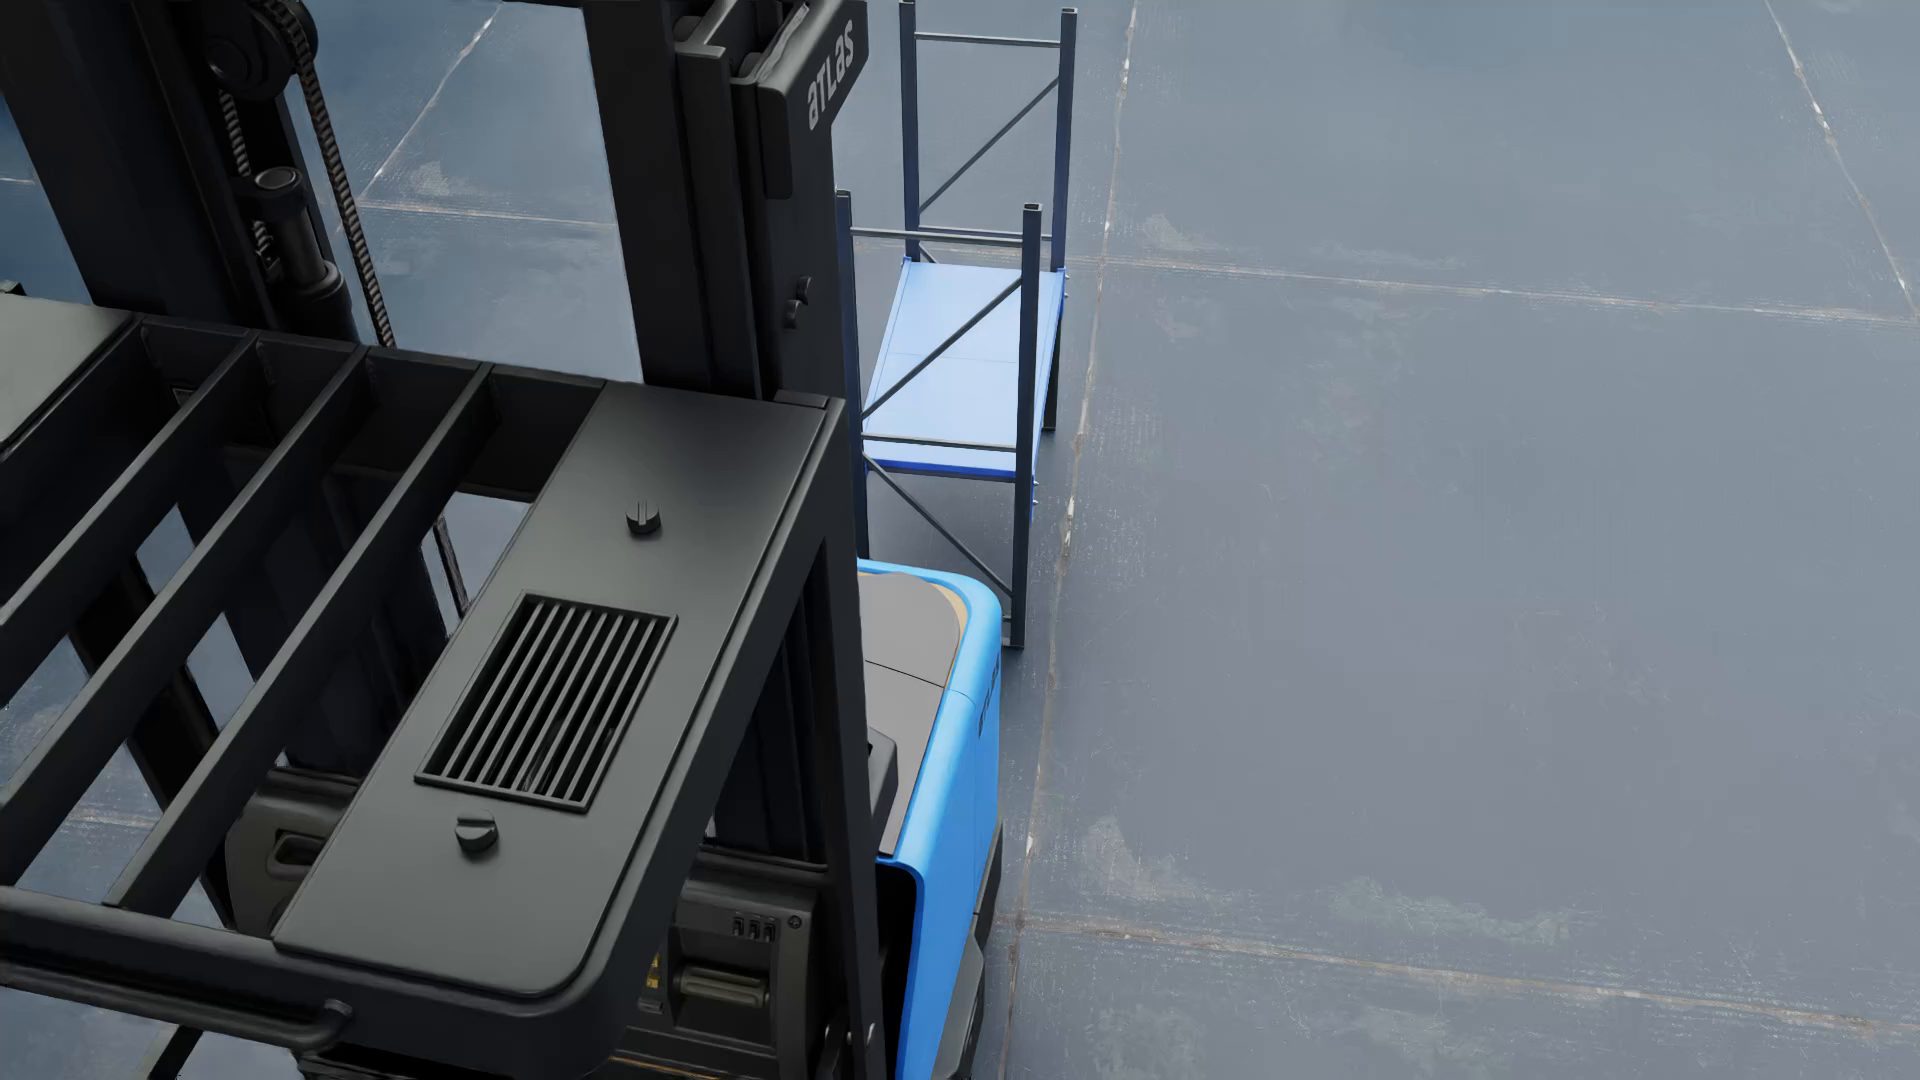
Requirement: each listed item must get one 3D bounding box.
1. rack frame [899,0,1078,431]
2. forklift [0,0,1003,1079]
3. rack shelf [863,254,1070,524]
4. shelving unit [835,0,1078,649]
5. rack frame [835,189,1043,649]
[{"bbox_3d":[0.078,-0.949,5.162,0.500,1.500,0.032,5,44,6],"label":"rack frame"},{"bbox_3d":[-0.717,0.718,2.360,1.130,2.935,3.031,9,44,9],"label":"forklift"},{"bbox_3d":[0.011,-0.472,4.919,0.538,0.185,1.000,5,44,6],"label":"rack shelf"},{"bbox_3d":[0.011,-0.603,4.796,0.538,1.500,1.048,5,44,6],"label":"shelving unit"},{"bbox_3d":[-0.056,-0.256,4.430,0.500,1.500,0.032,5,44,6],"label":"rack frame"}]
